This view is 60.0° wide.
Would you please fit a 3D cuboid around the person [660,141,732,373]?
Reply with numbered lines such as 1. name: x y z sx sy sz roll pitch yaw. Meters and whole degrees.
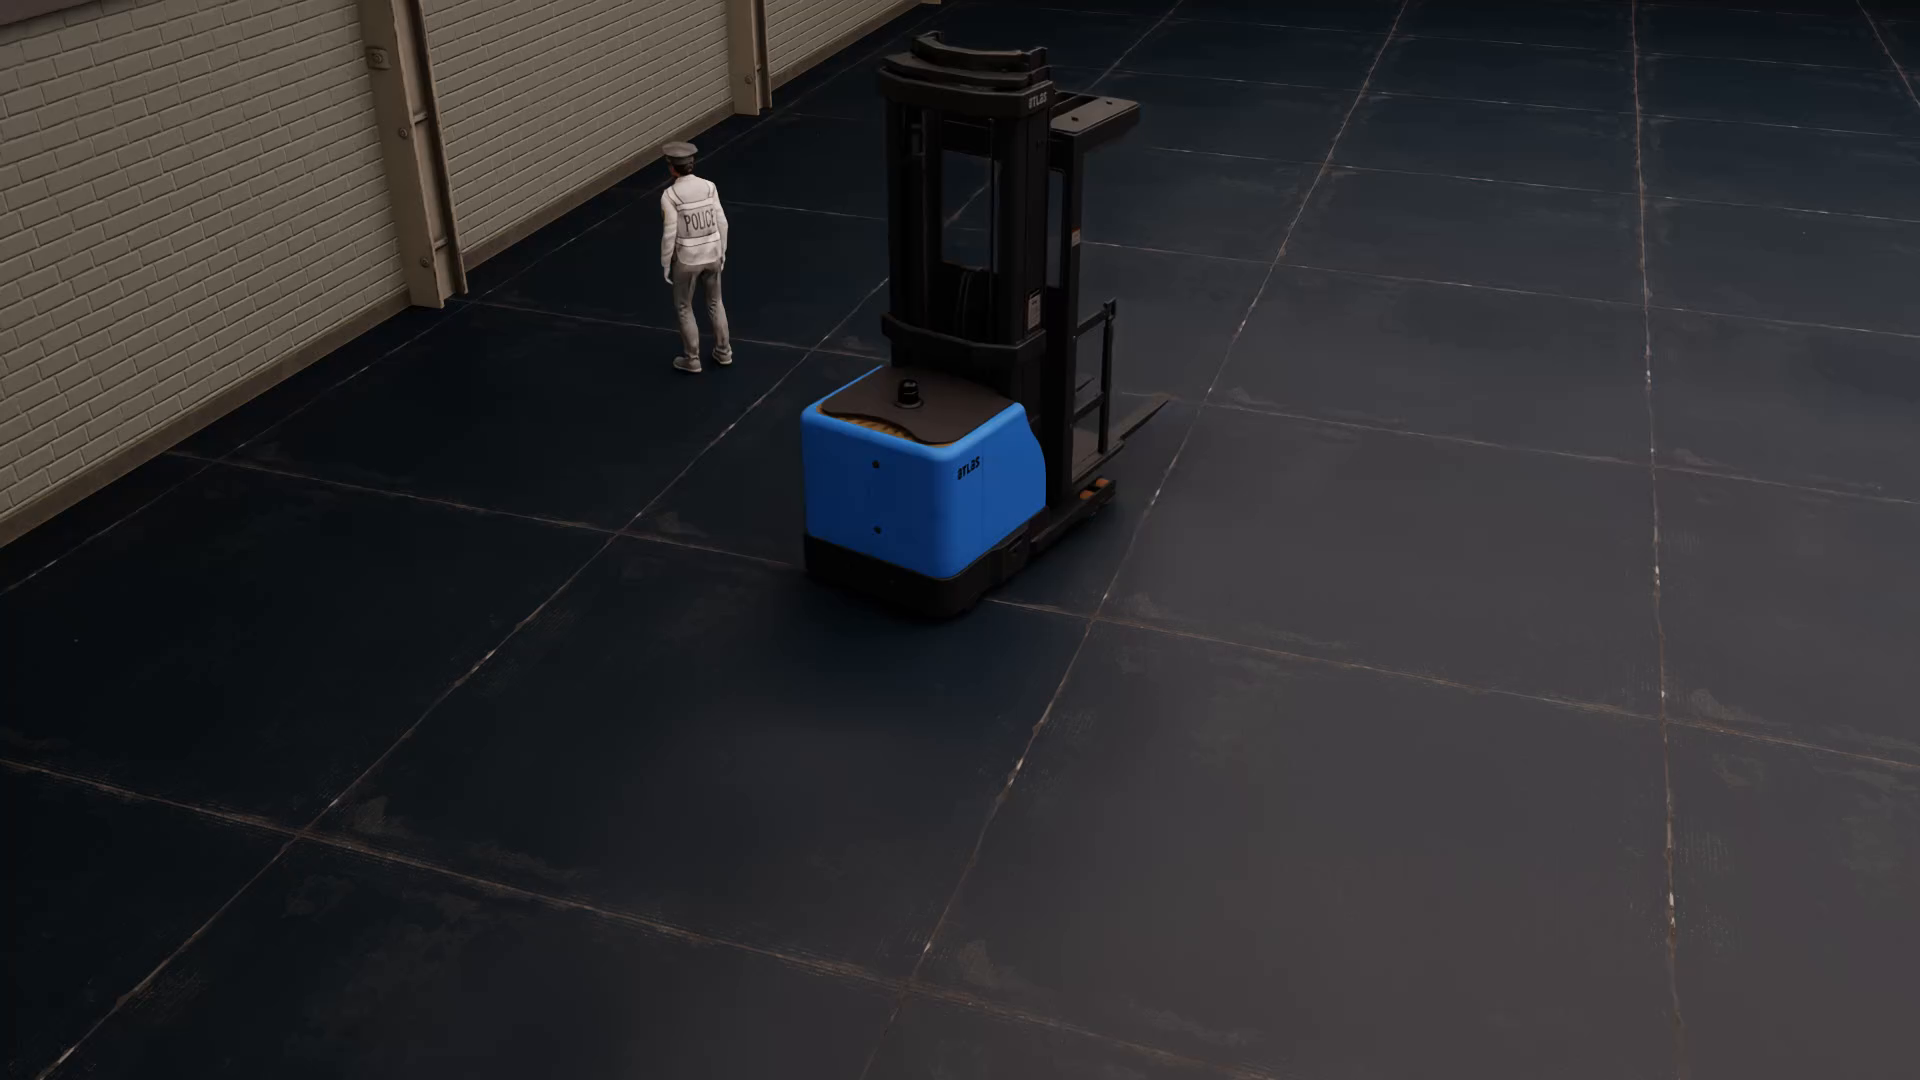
1. person: -1.910 -2.012 11.951 0.528 1.662 0.375 -20 35 -31

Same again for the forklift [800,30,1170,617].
1. forklift: 0.328 -1.532 9.824 1.130 2.935 3.031 18 34 29
